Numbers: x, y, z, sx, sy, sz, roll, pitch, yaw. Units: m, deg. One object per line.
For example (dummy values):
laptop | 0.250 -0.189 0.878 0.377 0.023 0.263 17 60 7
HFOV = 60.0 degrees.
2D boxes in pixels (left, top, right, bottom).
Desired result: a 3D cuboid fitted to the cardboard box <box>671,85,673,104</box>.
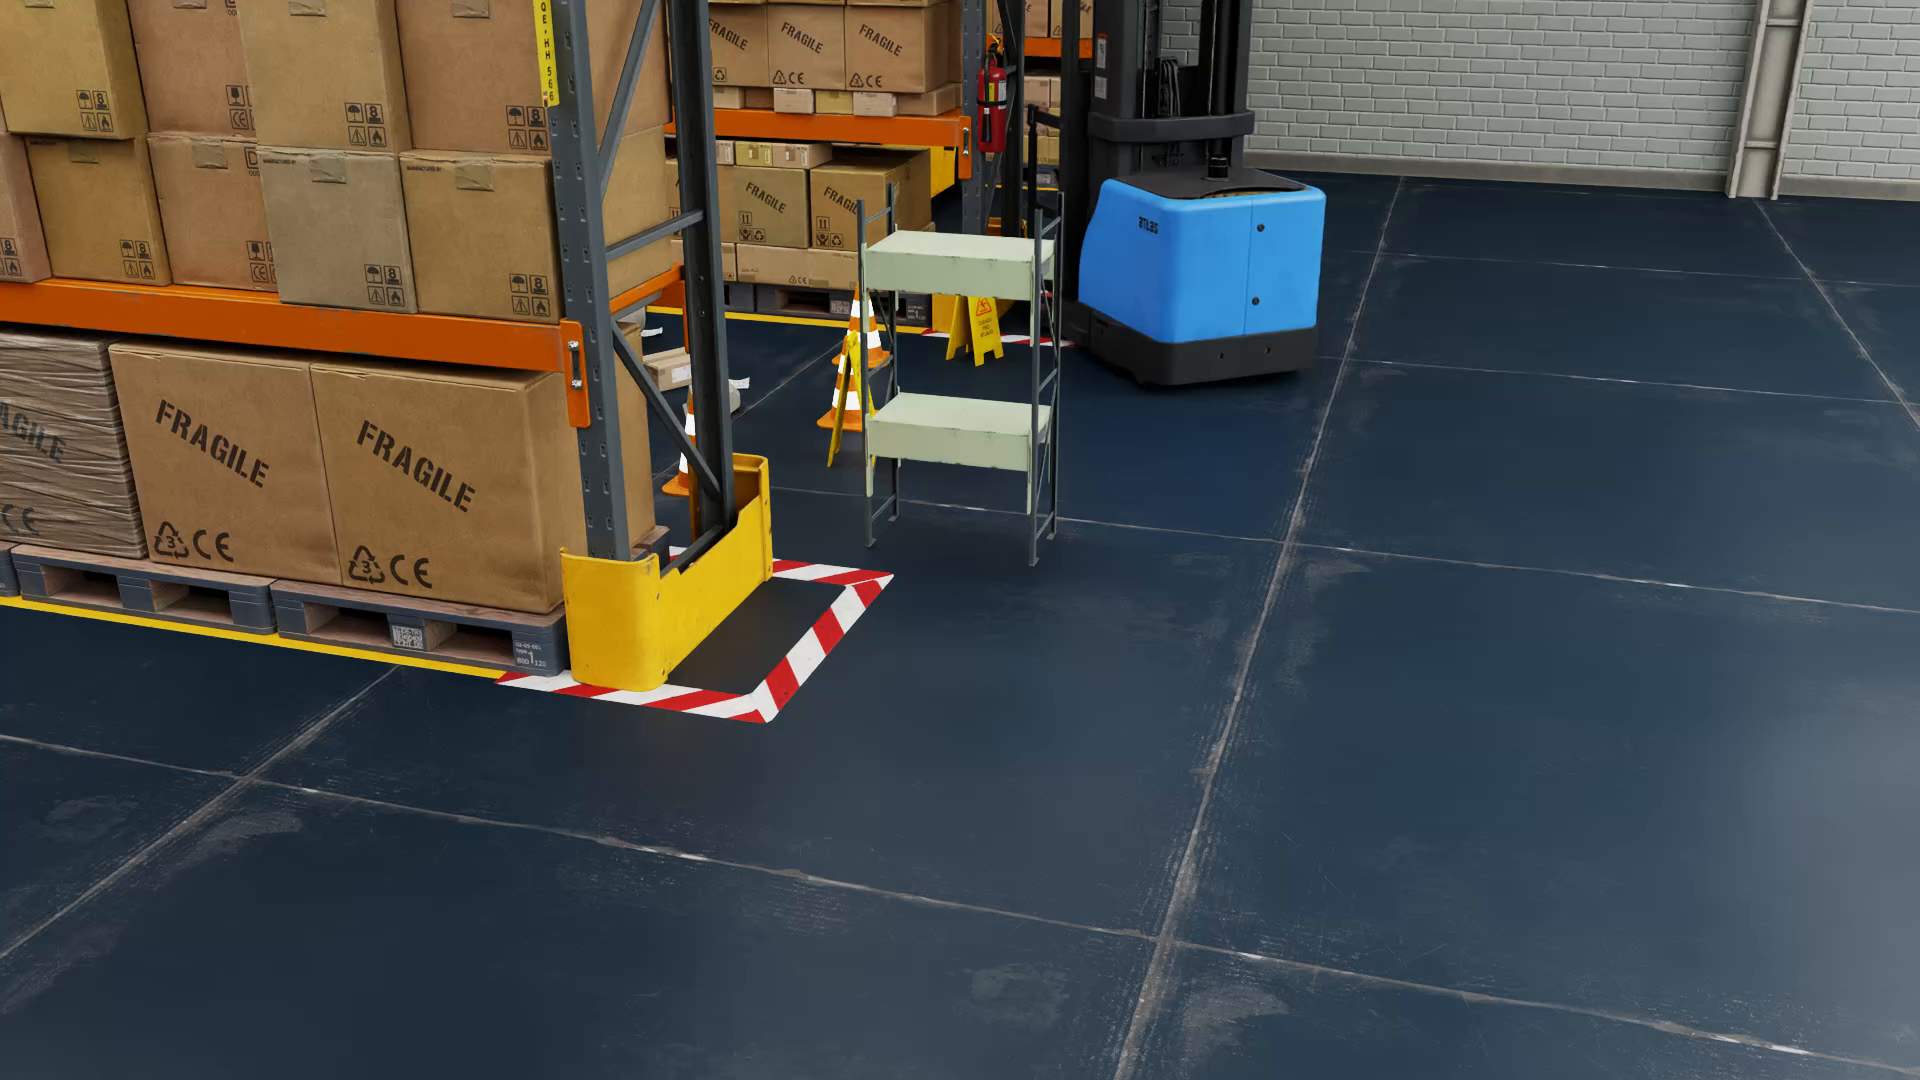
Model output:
cardboard box | -1.935 -2.891 10.697 0.250 0.149 0.380 6 23 15

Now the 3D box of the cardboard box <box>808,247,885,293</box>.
cardboard box | -0.660 -1.797 10.768 0.500 0.250 0.500 6 23 15

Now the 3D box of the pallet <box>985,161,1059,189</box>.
pallet | 0.901 -3.464 15.435 1.213 0.211 1.003 7 23 16

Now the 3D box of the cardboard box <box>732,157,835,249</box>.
cardboard box | -1.128 -2.199 10.761 0.500 0.500 0.500 7 23 17

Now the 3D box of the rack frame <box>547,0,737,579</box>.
rack frame | -1.119 -1.072 5.930 0.127 3.000 1.000 7 23 16

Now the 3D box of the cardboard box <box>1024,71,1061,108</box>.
cardboard box | 0.623 -4.061 14.969 0.500 0.250 0.500 7 23 16

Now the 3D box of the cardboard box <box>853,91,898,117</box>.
cardboard box | -0.480 -2.716 10.269 0.250 0.149 0.380 6 23 15

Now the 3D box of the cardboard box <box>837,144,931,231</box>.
cardboard box | -0.501 -2.342 11.108 0.500 0.500 0.500 6 23 14

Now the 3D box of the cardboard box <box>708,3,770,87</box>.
cardboard box | -1.341 -3.137 10.442 0.500 0.500 0.500 6 23 15

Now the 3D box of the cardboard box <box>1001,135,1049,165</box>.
cardboard box | 0.630 -3.602 15.168 0.500 0.250 0.500 7 23 15

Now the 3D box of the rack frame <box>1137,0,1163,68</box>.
rack frame | 1.645 -4.685 14.739 0.127 3.000 1.000 7 23 16

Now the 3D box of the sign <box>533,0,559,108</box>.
sign | -1.289 -1.521 5.188 0.005 0.325 0.100 7 23 16

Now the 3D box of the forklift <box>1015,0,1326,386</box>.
forklift | 1.008 -2.733 10.071 1.130 2.935 3.031 -9 24 -21

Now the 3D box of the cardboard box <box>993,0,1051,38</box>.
cardboard box | 0.604 -4.750 14.766 0.500 0.500 0.500 7 23 17

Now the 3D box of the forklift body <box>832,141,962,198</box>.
forklift body | -0.698 -3.837 13.791 1.214 2.155 2.313 7 23 16

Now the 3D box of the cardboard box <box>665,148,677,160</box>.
cardboard box | -2.116 -2.314 11.041 0.500 0.500 0.500 8 24 18

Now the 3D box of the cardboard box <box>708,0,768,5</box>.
cardboard box | -1.338 -3.581 10.206 0.500 0.500 0.700 6 23 15

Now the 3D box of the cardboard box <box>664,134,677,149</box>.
cardboard box | -1.995 -2.511 11.520 0.500 0.500 0.500 8 24 18

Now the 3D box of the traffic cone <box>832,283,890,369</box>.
traffic cone | -0.570 -1.286 9.795 0.334 0.463 0.336 7 23 16

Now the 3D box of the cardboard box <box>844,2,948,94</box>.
cardboard box | -0.385 -3.024 10.167 0.500 0.500 0.500 6 23 15

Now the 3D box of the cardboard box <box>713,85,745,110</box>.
cardboard box | -1.450 -2.843 10.579 0.250 0.149 0.380 6 23 15

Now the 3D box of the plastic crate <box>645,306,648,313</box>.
plastic crate | -2.349 -1.499 10.819 0.583 0.080 0.402 -1 22 -3

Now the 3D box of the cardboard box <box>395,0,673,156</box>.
cardboard box | -1.463 -1.695 5.830 0.550 0.550 0.875 7 23 16

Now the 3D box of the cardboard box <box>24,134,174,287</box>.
cardboard box | -3.039 -1.368 6.454 0.500 0.550 0.875 7 23 16

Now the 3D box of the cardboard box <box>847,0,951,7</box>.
cardboard box | -0.338 -3.504 10.019 0.500 0.500 0.700 6 23 14

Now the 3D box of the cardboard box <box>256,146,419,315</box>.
cardboard box | -2.020 -1.218 6.088 0.550 0.550 0.875 7 23 16

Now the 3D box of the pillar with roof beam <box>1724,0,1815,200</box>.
pillar with roof beam | 5.739 -5.643 9.168 0.400 9.000 9.100 7 23 16

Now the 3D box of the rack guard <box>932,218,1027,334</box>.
rack guard | 0.142 -1.733 10.836 0.348 0.500 1.175 7 23 16

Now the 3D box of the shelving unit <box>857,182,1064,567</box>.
shelving unit | 0.006 -0.693 6.984 0.755 1.500 0.431 7 23 16

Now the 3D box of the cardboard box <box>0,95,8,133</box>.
cardboard box | -3.567 -1.899 6.326 0.550 0.550 0.875 7 23 16

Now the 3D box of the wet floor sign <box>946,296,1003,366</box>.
wet floor sign | 0.087 -1.382 9.790 0.232 0.644 0.267 16 27 34

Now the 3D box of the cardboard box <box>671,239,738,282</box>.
cardboard box | -1.633 -1.909 11.042 0.500 0.250 0.500 6 23 14

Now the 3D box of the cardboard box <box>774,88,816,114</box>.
cardboard box | -0.974 -2.769 10.399 0.250 0.149 0.380 7 23 16

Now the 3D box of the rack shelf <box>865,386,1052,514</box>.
rack shelf | 0.006 -0.392 7.107 0.720 0.370 0.431 7 23 16

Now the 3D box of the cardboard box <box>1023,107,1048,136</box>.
cardboard box | 0.611 -3.837 15.083 0.500 0.250 0.500 6 23 15

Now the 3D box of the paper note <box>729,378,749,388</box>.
paper note | -1.265 -0.888 9.394 0.142 0.019 0.148 -1 22 -3

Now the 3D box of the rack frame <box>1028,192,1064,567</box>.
rack frame | 0.357 -0.653 6.886 0.023 1.500 0.400 7 23 16

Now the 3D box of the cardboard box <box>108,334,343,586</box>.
cardboard box | -2.630 -0.429 6.609 0.875 0.875 0.875 6 23 15

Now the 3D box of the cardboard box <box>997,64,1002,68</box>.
cardboard box | 0.284 -4.303 15.561 0.500 0.250 0.500 6 23 15

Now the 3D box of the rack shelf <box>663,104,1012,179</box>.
rack shelf | -1.700 -2.768 11.012 4.000 0.370 1.077 7 23 16

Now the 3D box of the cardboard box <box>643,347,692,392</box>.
cardboard box | -1.623 -0.972 9.443 0.380 0.149 0.250 -20 29 -39

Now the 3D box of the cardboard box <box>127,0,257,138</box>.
cardboard box | -2.513 -1.833 6.165 0.550 0.550 0.875 7 23 16

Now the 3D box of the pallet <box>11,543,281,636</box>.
pallet | -3.071 0.025 6.931 1.213 0.211 1.003 7 23 15

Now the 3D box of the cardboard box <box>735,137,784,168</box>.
cardboard box | -1.238 -2.488 10.610 0.250 0.149 0.380 7 23 16

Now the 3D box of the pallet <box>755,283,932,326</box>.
pallet | -0.626 -1.701 11.139 1.213 0.211 1.003 7 23 16

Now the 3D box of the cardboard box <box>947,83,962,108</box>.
cardboard box | -0.051 -2.877 10.663 0.250 0.149 0.380 7 23 16

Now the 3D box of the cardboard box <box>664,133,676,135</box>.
cardboard box | -2.687 -4.272 16.308 0.625 0.625 0.875 8 24 18

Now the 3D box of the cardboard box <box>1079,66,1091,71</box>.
cardboard box | 1.239 -4.191 15.287 0.500 0.250 0.500 6 23 15
